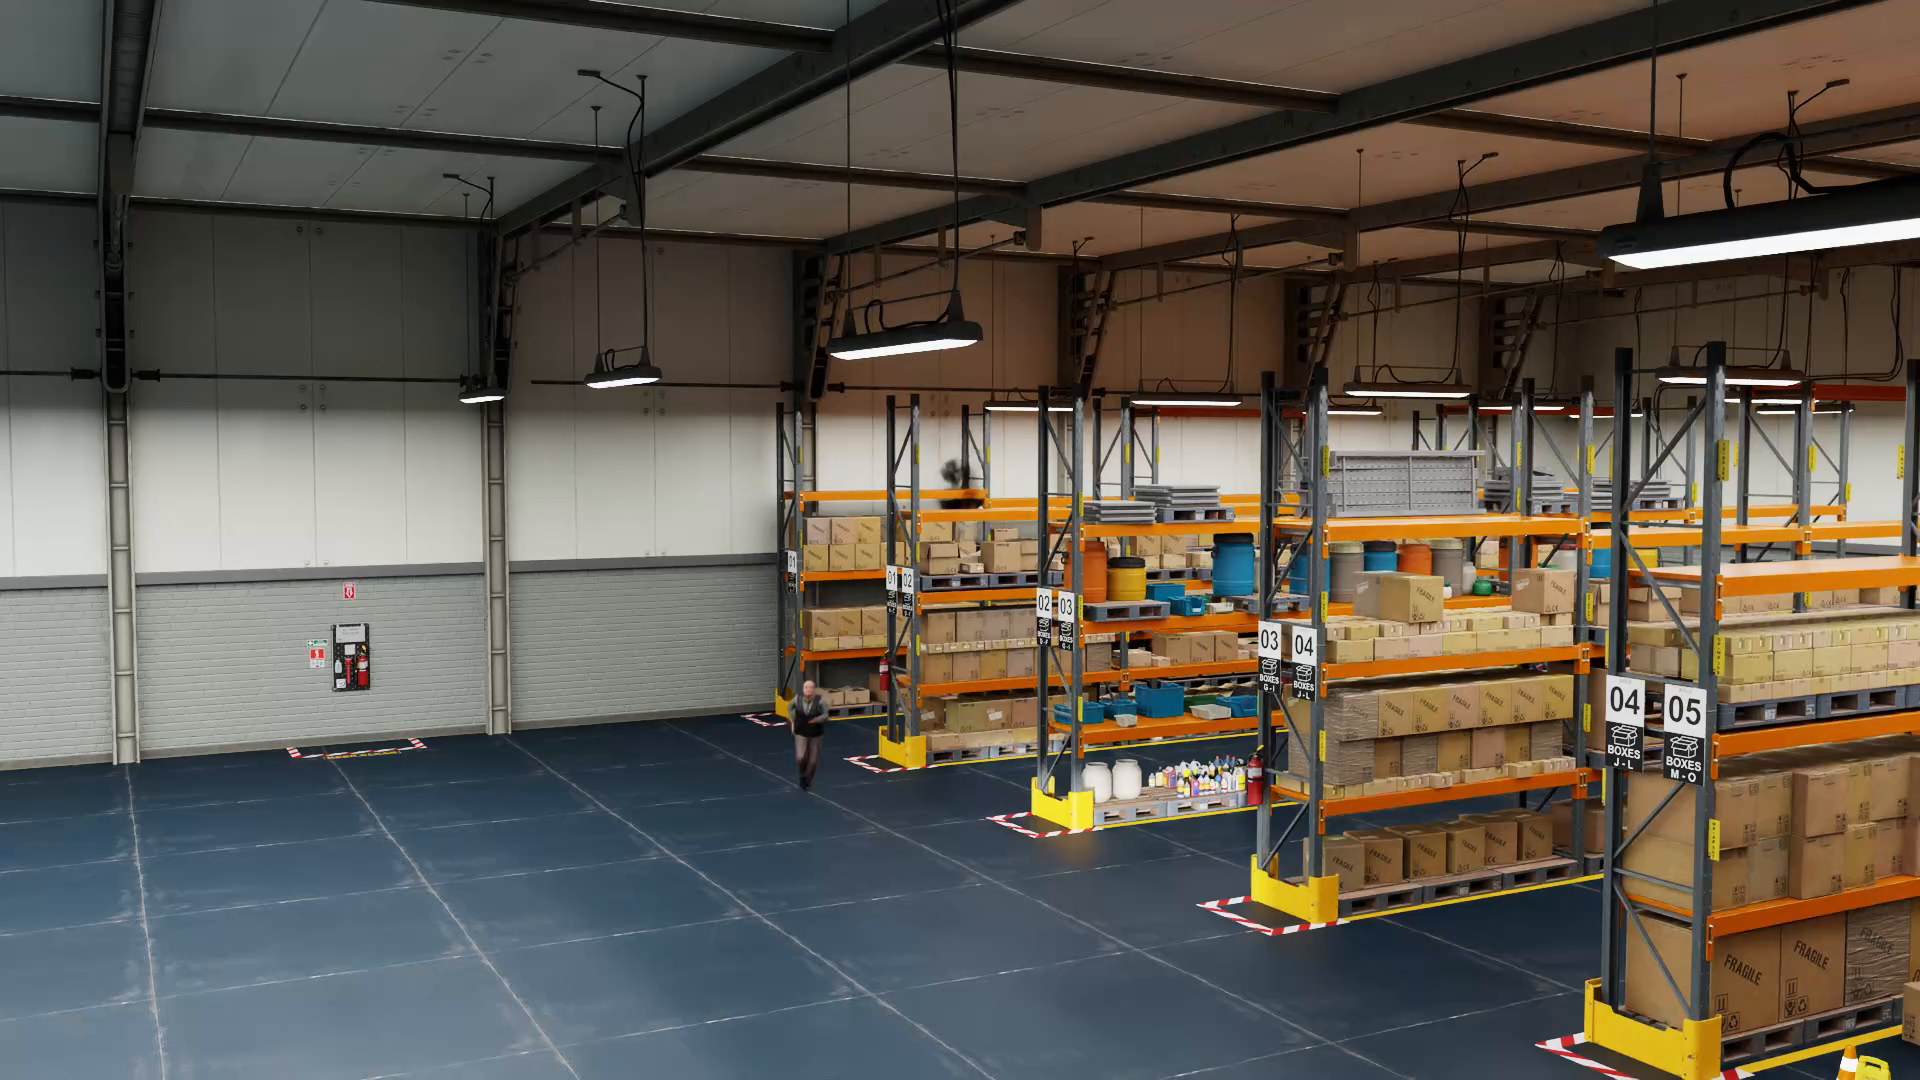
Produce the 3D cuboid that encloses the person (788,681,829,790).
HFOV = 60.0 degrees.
[{"bbox_3d":[-2.255,2.904,24.751,0.614,1.652,0.786,0,3,-6],"label":"person"}]
